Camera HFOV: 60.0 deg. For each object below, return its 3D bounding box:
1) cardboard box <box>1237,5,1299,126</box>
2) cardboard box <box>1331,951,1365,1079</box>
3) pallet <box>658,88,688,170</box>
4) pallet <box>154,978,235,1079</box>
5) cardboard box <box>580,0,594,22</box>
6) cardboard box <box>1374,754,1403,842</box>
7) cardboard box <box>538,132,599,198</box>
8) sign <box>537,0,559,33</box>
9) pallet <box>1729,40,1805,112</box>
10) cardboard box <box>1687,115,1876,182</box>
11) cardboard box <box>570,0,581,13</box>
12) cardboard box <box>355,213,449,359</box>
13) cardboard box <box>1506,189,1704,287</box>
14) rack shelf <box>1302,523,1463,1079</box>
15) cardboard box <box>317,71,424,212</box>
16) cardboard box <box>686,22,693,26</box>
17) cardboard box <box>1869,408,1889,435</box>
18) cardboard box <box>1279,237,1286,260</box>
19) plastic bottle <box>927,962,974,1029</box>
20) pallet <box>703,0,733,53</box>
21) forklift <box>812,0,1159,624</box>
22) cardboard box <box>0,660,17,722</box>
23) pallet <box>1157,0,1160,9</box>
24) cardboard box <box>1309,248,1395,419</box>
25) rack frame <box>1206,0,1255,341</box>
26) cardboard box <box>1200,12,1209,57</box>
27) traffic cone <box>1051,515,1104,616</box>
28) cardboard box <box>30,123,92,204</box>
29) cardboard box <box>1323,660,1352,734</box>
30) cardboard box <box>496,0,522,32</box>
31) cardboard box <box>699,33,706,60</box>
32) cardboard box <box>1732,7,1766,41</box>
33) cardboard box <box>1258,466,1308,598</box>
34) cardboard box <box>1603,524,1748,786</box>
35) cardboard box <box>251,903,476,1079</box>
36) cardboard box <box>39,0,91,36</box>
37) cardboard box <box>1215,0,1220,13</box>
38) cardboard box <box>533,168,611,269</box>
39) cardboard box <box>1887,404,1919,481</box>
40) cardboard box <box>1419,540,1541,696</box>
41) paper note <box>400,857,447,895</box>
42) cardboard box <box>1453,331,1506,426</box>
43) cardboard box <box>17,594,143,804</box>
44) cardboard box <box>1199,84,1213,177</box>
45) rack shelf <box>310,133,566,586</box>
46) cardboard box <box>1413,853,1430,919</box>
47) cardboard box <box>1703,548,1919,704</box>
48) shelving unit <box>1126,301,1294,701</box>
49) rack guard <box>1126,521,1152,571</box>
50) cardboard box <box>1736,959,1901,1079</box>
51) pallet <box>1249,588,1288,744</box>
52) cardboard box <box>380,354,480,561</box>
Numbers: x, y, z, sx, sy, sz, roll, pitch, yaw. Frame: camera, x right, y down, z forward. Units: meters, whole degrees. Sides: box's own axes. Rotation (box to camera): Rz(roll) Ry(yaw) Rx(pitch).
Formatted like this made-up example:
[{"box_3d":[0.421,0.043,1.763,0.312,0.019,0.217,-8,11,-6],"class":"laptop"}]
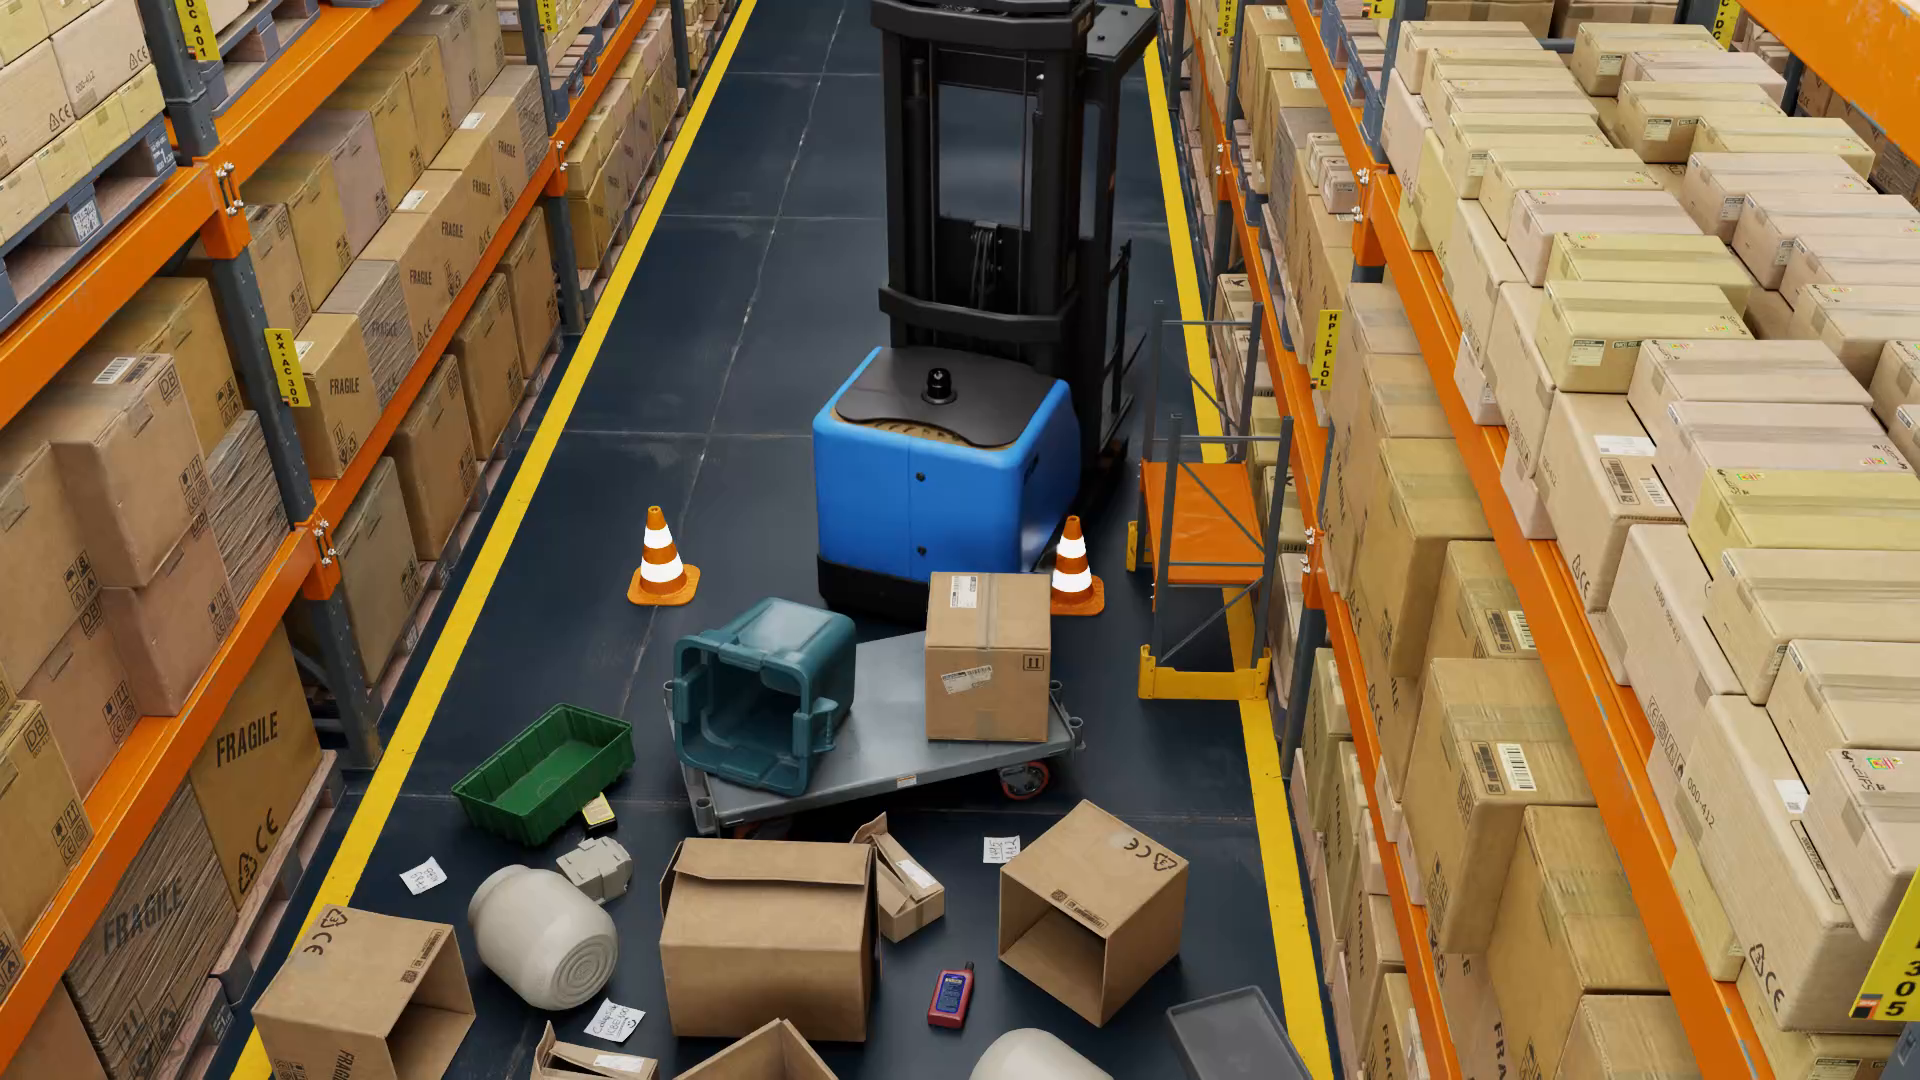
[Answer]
[{"box_3d":[1.811,-2.586,9.055,0.500,0.500,0.500,0,35,1],"class":"cardboard box"},{"box_3d":[1.577,1.691,5.707,0.500,0.250,0.500,1,35,1],"class":"cardboard box"},{"box_3d":[-2.759,-3.271,13.166,1.003,0.211,1.213,1,35,2],"class":"pallet"},{"box_3d":[-3.206,2.016,5.644,1.003,0.211,1.213,1,35,2],"class":"pallet"},{"box_3d":[-2.632,-3.499,10.920,0.380,0.149,0.250,2,35,3],"class":"cardboard box"},{"box_3d":[1.505,0.805,5.160,0.380,0.149,0.250,1,35,2],"class":"cardboard box"},{"box_3d":[-2.621,-2.407,10.669,0.500,0.250,0.500,0,35,0],"class":"cardboard box"},{"box_3d":[-2.336,-3.024,9.382,0.100,0.325,0.005,1,35,2],"class":"sign"},{"box_3d":[7.209,-3.944,14.124,1.003,0.211,1.213,1,35,2],"class":"pallet"},{"box_3d":[2.192,-1.019,4.454,0.380,0.149,0.250,2,35,3],"class":"cardboard box"},{"box_3d":[-2.644,-3.479,10.632,0.380,0.149,0.250,1,35,2],"class":"cardboard box"},{"box_3d":[-2.719,-1.177,7.674,0.500,0.500,0.500,1,35,2],"class":"cardboard box"},{"box_3d":[1.563,-0.734,4.048,0.380,0.149,0.250,1,35,1],"class":"cardboard box"},{"box_3d":[1.819,1.237,4.953,1.077,0.370,4.000,1,35,2],"class":"rack shelf"},{"box_3d":[-2.976,-1.874,7.797,0.700,0.500,0.500,1,35,1],"class":"cardboard box"},{"box_3d":[-2.475,-4.334,14.110,0.380,0.149,0.250,2,35,2],"class":"cardboard box"},{"box_3d":[2.051,-0.065,3.443,0.500,0.250,0.500,2,35,3],"class":"cardboard box"},{"box_3d":[1.748,-1.464,8.023,0.380,0.149,0.250,2,35,3],"class":"cardboard box"},{"box_3d":[-0.027,1.694,6.232,0.133,0.061,0.283,7,36,10],"class":"plastic bottle"},{"box_3d":[-2.692,-4.807,15.353,1.003,0.211,1.213,1,35,2],"class":"pallet"},{"box_3d":[0.295,-1.567,8.376,1.130,2.935,3.031,12,37,17],"class":"forklift"},{"box_3d":[-3.178,0.376,4.483,0.875,0.550,0.500,1,35,2],"class":"cardboard box"},{"box_3d":[2.427,-5.499,16.336,1.003,0.211,1.213,1,35,2],"class":"pallet"},{"box_3d":[1.688,-0.812,6.531,0.500,0.500,0.500,1,35,1],"class":"cardboard box"},{"box_3d":[2.060,-2.505,9.651,1.000,3.000,0.127,1,35,2],"class":"rack frame"},{"box_3d":[1.862,-3.323,10.945,0.500,0.250,0.500,1,35,1],"class":"cardboard box"},{"box_3d":[0.550,0.087,8.170,0.336,0.463,0.334,1,35,2],"class":"traffic cone"},{"box_3d":[-2.765,-1.090,4.795,0.380,0.149,0.250,2,35,3],"class":"cardboard box"},{"box_3d":[1.541,0.578,6.075,0.380,0.149,0.250,2,35,3],"class":"cardboard box"},{"box_3d":[-2.678,-3.137,9.886,0.380,0.149,0.250,1,35,2],"class":"cardboard box"},{"box_3d":[-2.383,-4.219,14.204,0.380,0.149,0.250,2,35,3],"class":"cardboard box"},{"box_3d":[7.107,-4.702,14.585,0.700,0.500,0.500,0,35,0],"class":"cardboard box"},{"box_3d":[1.943,-0.018,8.032,0.950,0.372,0.625,3,35,5],"class":"cardboard box"},{"box_3d":[1.525,0.215,3.044,0.500,0.250,0.500,1,35,1],"class":"cardboard box"},{"box_3d":[-2.088,1.675,5.876,0.500,0.500,0.500,7,36,10],"class":"cardboard box"},{"box_3d":[-2.757,-1.563,4.776,0.380,0.149,0.250,1,35,2],"class":"cardboard box"},{"box_3d":[1.832,-3.553,10.185,0.500,0.500,0.500,2,35,3],"class":"cardboard box"},{"box_3d":[-2.607,-2.110,10.899,0.500,0.500,0.500,0,35,0],"class":"cardboard box"},{"box_3d":[2.021,-0.133,3.192,0.380,0.149,0.250,1,35,2],"class":"cardboard box"},{"box_3d":[1.645,0.352,4.371,0.700,0.500,0.500,1,35,2],"class":"cardboard box"},{"box_3d":[-2.173,1.359,6.735,0.147,0.020,0.142,-24,42,-30],"class":"paper note"},{"box_3d":[1.502,-0.419,4.293,0.380,0.149,0.250,1,35,1],"class":"cardboard box"},{"box_3d":[-3.193,0.512,5.228,0.875,0.550,0.550,1,35,2],"class":"cardboard box"},{"box_3d":[2.247,-3.228,12.163,0.875,0.875,0.875,2,35,3],"class":"cardboard box"},{"box_3d":[-2.971,-1.117,8.303,1.077,0.370,4.000,1,35,2],"class":"rack shelf"},{"box_3d":[1.573,0.745,4.681,0.500,0.500,0.500,2,35,2],"class":"cardboard box"},{"box_3d":[1.498,0.146,2.796,0.380,0.149,0.250,1,35,1],"class":"cardboard box"},{"box_3d":[1.129,-0.189,7.660,0.587,1.500,1.083,1,35,1],"class":"shelving unit"},{"box_3d":[1.142,0.036,8.427,0.587,0.250,0.087,1,35,1],"class":"rack guard"},{"box_3d":[1.473,0.756,2.621,0.380,0.149,0.250,1,35,2],"class":"cardboard box"},{"box_3d":[1.929,0.487,7.819,1.003,0.211,1.213,1,35,2],"class":"pallet"},{"box_3d":[-3.073,-0.427,8.286,1.050,0.750,0.750,1,35,2],"class":"cardboard box"}]
